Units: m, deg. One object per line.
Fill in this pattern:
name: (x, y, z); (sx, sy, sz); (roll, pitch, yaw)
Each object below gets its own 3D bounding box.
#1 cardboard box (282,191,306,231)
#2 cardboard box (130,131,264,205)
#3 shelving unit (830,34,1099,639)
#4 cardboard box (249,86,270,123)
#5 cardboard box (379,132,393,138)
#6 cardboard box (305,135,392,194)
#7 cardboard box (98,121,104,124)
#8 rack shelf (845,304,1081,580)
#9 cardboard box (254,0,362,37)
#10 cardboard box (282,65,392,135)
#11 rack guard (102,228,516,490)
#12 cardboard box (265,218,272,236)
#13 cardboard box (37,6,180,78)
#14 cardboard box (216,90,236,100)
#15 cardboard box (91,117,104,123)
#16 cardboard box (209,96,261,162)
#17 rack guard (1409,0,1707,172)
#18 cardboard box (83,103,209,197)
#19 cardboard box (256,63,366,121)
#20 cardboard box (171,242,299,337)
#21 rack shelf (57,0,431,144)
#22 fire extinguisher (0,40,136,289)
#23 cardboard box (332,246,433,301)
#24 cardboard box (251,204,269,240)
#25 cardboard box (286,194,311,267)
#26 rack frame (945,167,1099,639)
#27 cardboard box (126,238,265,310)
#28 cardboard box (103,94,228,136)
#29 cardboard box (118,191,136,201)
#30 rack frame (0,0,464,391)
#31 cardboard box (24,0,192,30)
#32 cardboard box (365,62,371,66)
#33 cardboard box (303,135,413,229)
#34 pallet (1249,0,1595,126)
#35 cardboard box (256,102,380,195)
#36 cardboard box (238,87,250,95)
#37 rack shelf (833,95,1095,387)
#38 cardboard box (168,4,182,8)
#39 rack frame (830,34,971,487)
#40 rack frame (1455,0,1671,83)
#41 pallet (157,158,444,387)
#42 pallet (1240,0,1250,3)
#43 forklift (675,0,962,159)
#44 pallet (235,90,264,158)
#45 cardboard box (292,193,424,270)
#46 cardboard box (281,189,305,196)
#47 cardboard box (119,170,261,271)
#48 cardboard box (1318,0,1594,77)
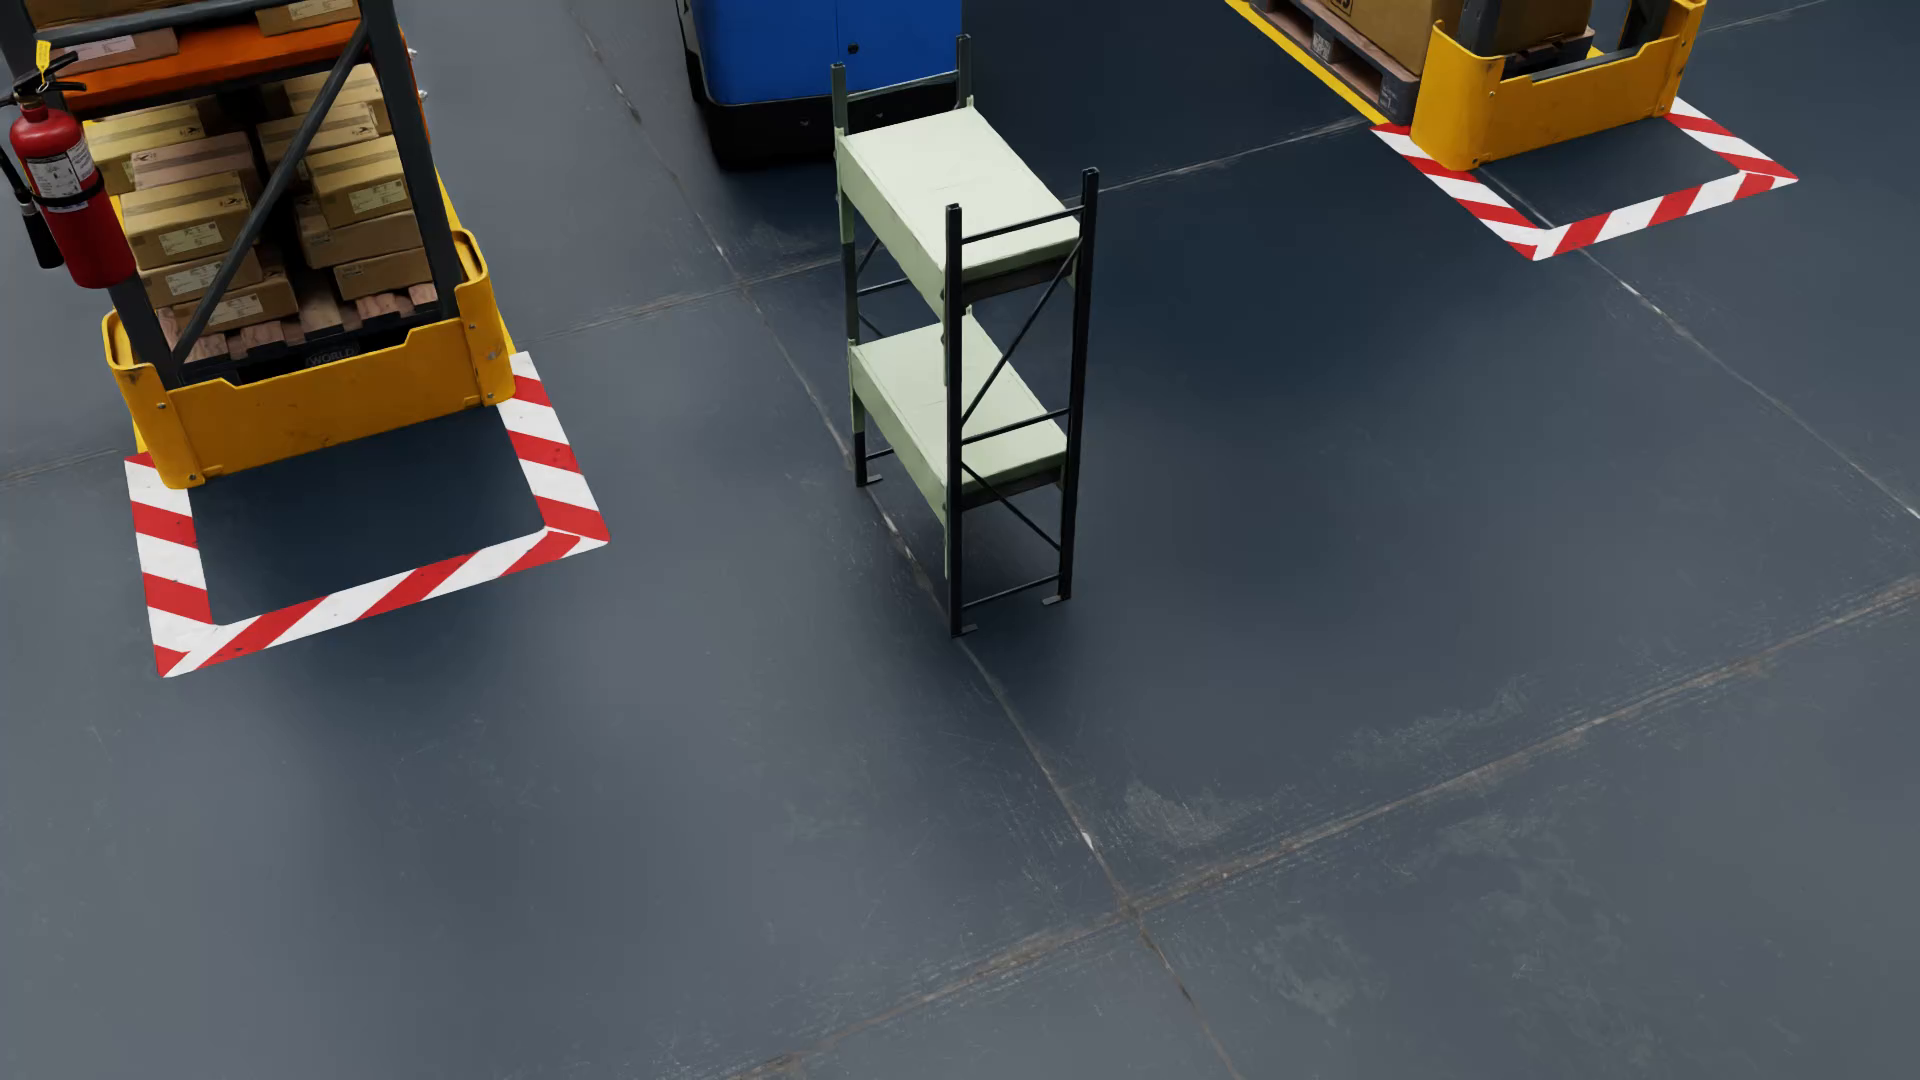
cardboard box: (-2.316, -1.311, 6.174); (0.380, 0.149, 0.250); (-18, 47, -17)
cardboard box: (-2.597, -1.236, 5.674); (0.380, 0.149, 0.250); (-17, 47, -17)
shelving unit: (-0.003, -0.538, 4.728); (0.431, 1.500, 0.755); (-18, 47, -17)
cardboard box: (-2.533, -1.757, 6.414); (0.380, 0.149, 0.250); (-20, 48, -19)
cardboard box: (-2.335, -1.616, 6.271); (0.380, 0.149, 0.250); (-17, 47, -16)
cardboard box: (-2.142, -1.291, 5.942); (0.380, 0.149, 0.250); (-18, 47, -18)
cardboard box: (-3.022, -1.599, 6.254); (0.380, 0.149, 0.250); (-17, 47, -17)
rack shelf: (-0.003, -0.306, 4.957); (0.431, 0.370, 0.720); (-18, 47, -17)
cardboard box: (-1.930, -1.663, 4.979); (0.380, 0.149, 0.250); (-18, 48, -18)
cardboard box: (-2.218, -1.569, 6.011); (0.380, 0.149, 0.250); (-18, 47, -18)
rack guard: (-2.123, -0.608, 5.510); (1.175, 0.500, 0.348); (-18, 47, -17)
cardboard box: (-2.735, -1.186, 6.047); (0.380, 0.149, 0.250); (-18, 47, -18)
cardboard box: (-2.485, -1.484, 4.798); (0.380, 0.149, 0.250); (-18, 47, -17)
cardboard box: (-3.149, -1.847, 6.717); (0.380, 0.149, 0.250); (-17, 47, -16)
cardboard box: (-3.036, -1.702, 6.146); (0.380, 0.149, 0.250); (-16, 47, -16)
cardboard box: (-2.812, -1.474, 6.128); (0.380, 0.149, 0.250); (-19, 48, -18)
rack guard: (2.462, -1.945, 6.865); (1.175, 0.500, 0.348); (-18, 47, -17)
cardboard box: (-2.821, -1.363, 5.803); (0.380, 0.149, 0.250); (-19, 48, -18)
cardboard box: (-2.397, -1.702, 6.147); (0.380, 0.149, 0.250); (-20, 48, -19)
cardboard box: (-2.502, -0.858, 5.715); (0.380, 0.149, 0.250); (-17, 47, -17)
rack shelf: (-2.932, -2.468, 6.128); (1.077, 0.370, 4.000); (-18, 47, -17)
fire extinguisher: (-2.404, -0.992, 4.441); (0.296, 0.674, 0.183); (-18, 47, -17)
cardboard box: (-2.021, -1.013, 5.871); (0.380, 0.149, 0.250); (-17, 47, -17)
cardboard box: (-2.633, -1.125, 5.773); (0.380, 0.149, 0.250); (-19, 48, -18)
cardboard box: (-2.205, -1.155, 6.016); (0.380, 0.149, 0.250); (-18, 47, -18)
rack frame: (0.151, -0.305, 4.491); (0.400, 1.500, 0.023); (-18, 47, -17)
cardboard box: (-2.572, -0.942, 5.588); (0.380, 0.149, 0.250); (-19, 48, -18)
cardboard box: (-2.873, -1.547, 5.989); (0.380, 0.149, 0.250); (-20, 48, -19)
cardboard box: (-2.792, -1.273, 5.923); (0.380, 0.149, 0.250); (-20, 48, -19)
rack frame: (-2.091, -1.450, 4.583); (1.000, 3.000, 0.127); (-18, 47, -17)
cardboard box: (-2.514, -1.801, 4.657); (0.500, 0.500, 0.500); (-17, 47, -17)
cardboard box: (-2.544, -1.826, 6.695); (0.380, 0.149, 0.250); (-20, 48, -19)
cardboard box: (-2.003, -1.230, 5.668); (0.380, 0.149, 0.250); (-20, 48, -19)
pallet: (2.044, -2.344, 7.475); (1.003, 0.211, 1.213); (-18, 47, -17)
cardboard box: (-2.228, -1.370, 5.810); (0.380, 0.149, 0.250); (-17, 47, -17)
cardboard box: (-2.684, -1.918, 6.577); (0.380, 0.149, 0.250); (-16, 47, -15)
rack shelf: (-0.003, -0.816, 4.453); (0.431, 0.370, 0.720); (-18, 47, -17)
cardboard box: (-2.555, -1.654, 4.969); (0.380, 0.149, 0.250); (-18, 47, -17)
rack frame: (-0.157, -0.771, 4.964); (0.400, 1.500, 0.023); (-18, 47, -17)
rack frame: (2.452, -2.850, 6.003); (1.000, 3.000, 0.127); (-18, 47, -17)
pallet: (-2.433, -1.034, 6.147); (1.003, 0.211, 1.213); (-18, 47, -17)
pallet: (1.535, -3.120, 8.262); (1.003, 0.211, 1.213); (-18, 47, -17)
forklift: (-0.788, -3.631, 6.843); (1.130, 2.935, 3.031); (-9, 45, -9)
pallet: (-2.942, -1.810, 6.934); (1.003, 0.211, 1.213); (-18, 47, -17)
cardboard box: (-2.079, -1.100, 5.748); (0.380, 0.149, 0.250); (-16, 47, -16)
cardboard box: (-2.326, -1.421, 6.073); (0.380, 0.149, 0.250); (-17, 47, -17)
cardboard box: (-2.544, -1.059, 5.494); (0.380, 0.149, 0.250); (-18, 47, -17)
cardboard box: (2.110, -2.627, 6.991); (0.875, 0.875, 0.875); (-18, 47, -17)
